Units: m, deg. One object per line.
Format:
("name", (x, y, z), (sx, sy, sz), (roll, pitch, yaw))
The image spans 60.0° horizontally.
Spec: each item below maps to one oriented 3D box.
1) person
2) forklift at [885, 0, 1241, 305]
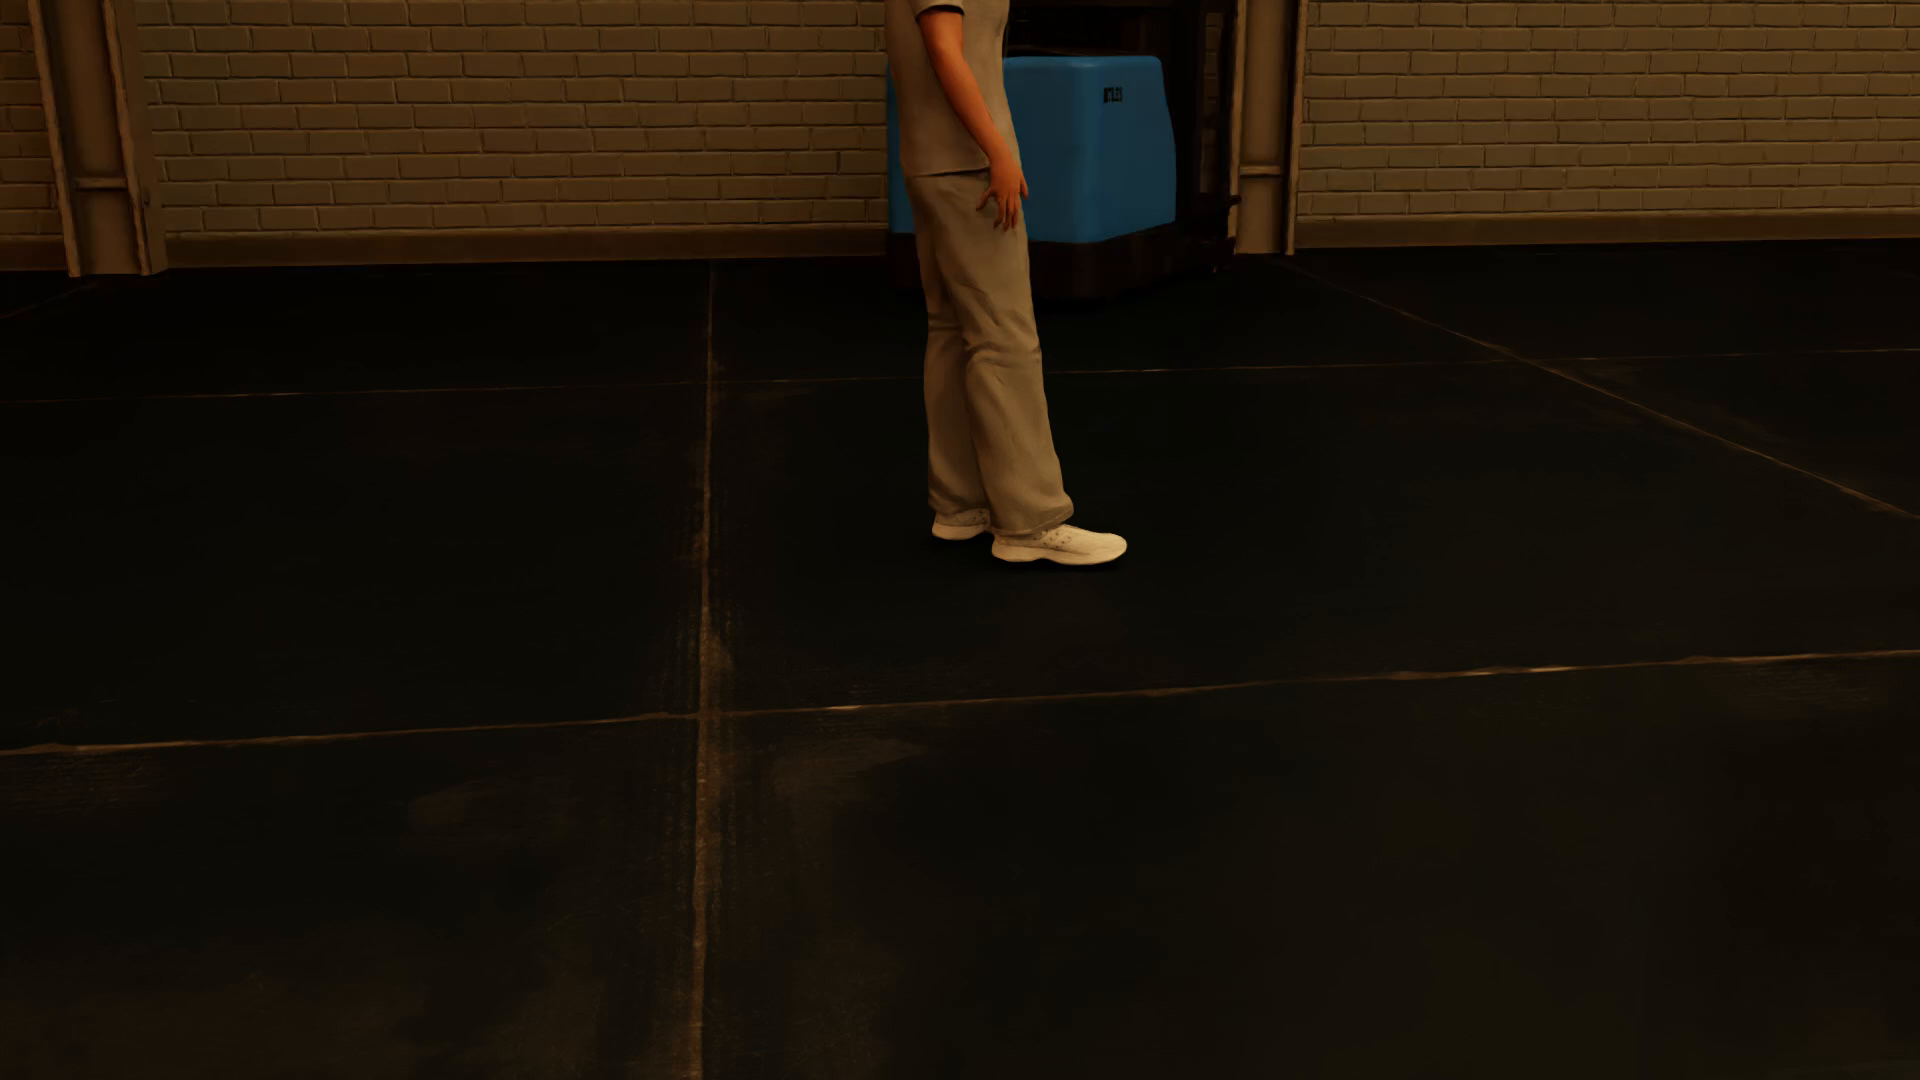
("person", (0.075, -0.808, 3.719), (0.548, 1.673, 0.549), (-2, 17, -8))
("forklift", (0.778, -2.810, 8.213), (1.130, 2.935, 3.031), (8, 19, 26))
